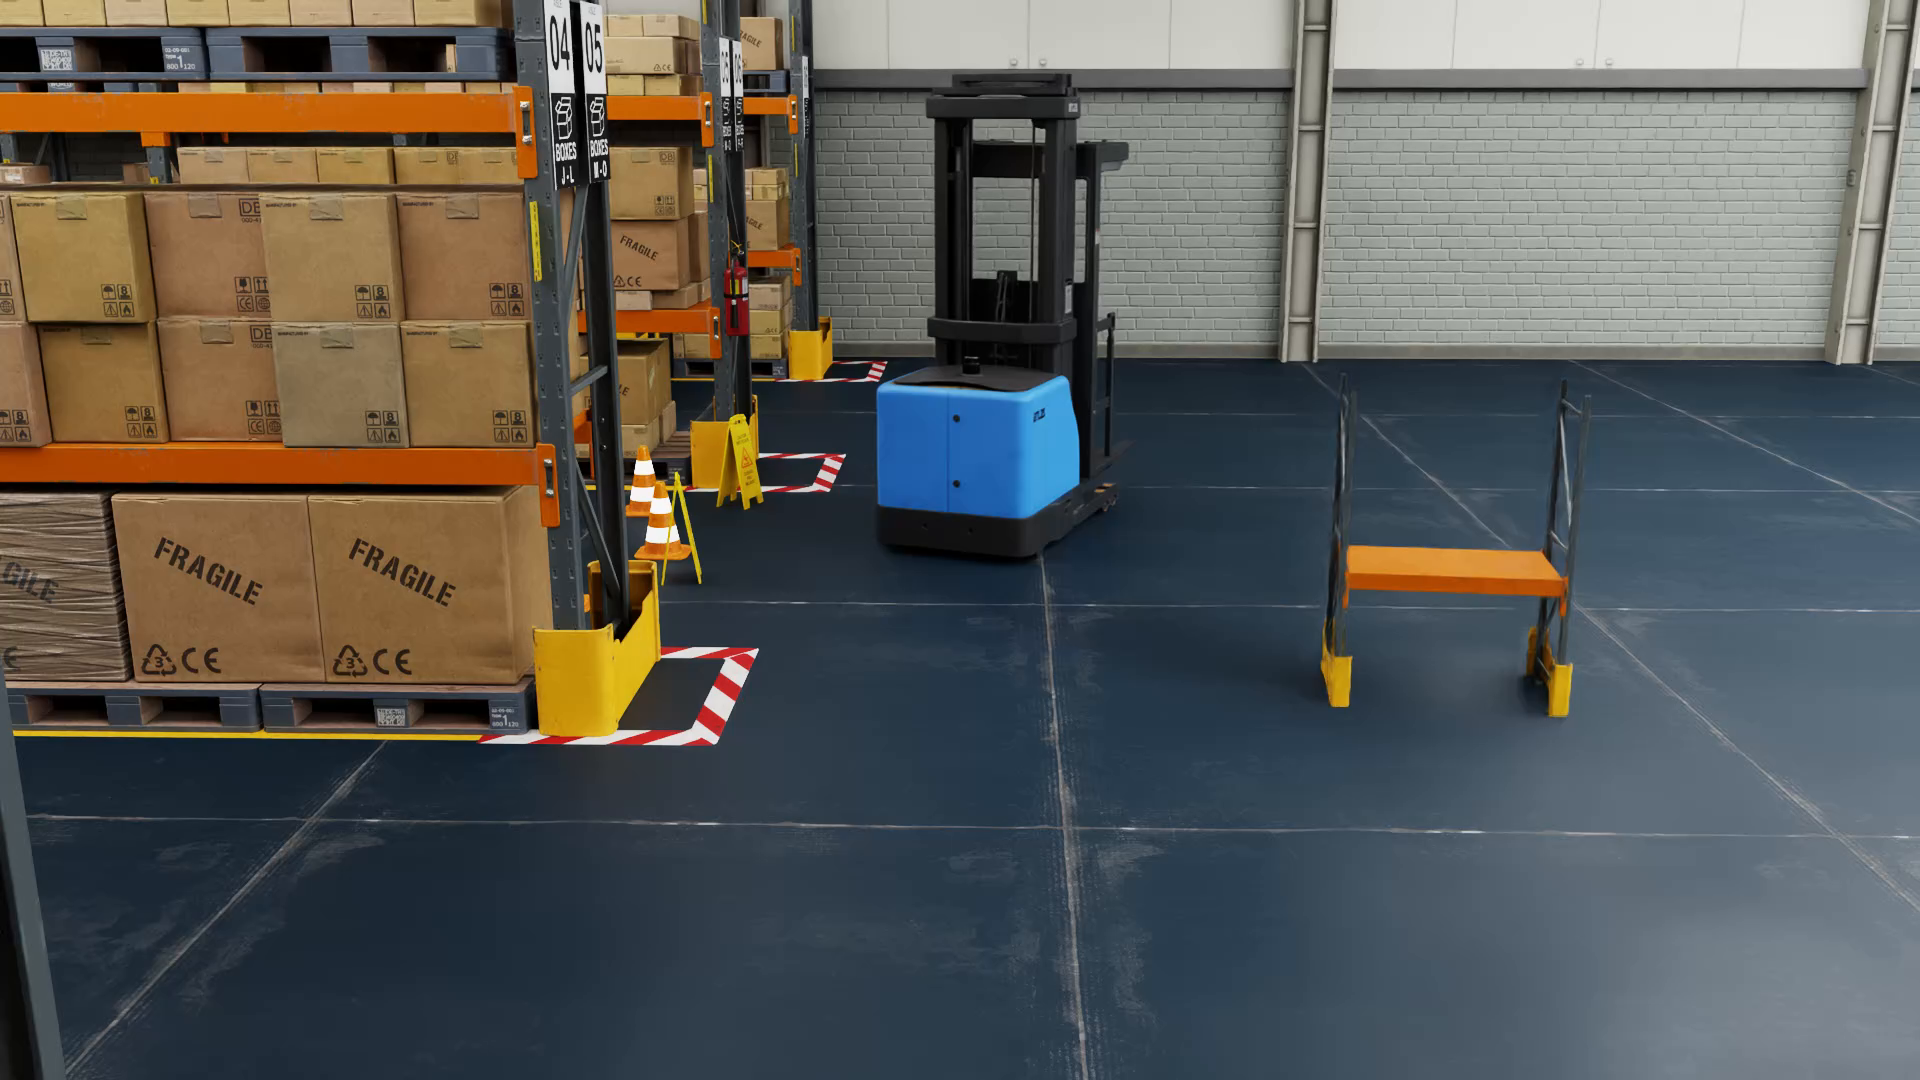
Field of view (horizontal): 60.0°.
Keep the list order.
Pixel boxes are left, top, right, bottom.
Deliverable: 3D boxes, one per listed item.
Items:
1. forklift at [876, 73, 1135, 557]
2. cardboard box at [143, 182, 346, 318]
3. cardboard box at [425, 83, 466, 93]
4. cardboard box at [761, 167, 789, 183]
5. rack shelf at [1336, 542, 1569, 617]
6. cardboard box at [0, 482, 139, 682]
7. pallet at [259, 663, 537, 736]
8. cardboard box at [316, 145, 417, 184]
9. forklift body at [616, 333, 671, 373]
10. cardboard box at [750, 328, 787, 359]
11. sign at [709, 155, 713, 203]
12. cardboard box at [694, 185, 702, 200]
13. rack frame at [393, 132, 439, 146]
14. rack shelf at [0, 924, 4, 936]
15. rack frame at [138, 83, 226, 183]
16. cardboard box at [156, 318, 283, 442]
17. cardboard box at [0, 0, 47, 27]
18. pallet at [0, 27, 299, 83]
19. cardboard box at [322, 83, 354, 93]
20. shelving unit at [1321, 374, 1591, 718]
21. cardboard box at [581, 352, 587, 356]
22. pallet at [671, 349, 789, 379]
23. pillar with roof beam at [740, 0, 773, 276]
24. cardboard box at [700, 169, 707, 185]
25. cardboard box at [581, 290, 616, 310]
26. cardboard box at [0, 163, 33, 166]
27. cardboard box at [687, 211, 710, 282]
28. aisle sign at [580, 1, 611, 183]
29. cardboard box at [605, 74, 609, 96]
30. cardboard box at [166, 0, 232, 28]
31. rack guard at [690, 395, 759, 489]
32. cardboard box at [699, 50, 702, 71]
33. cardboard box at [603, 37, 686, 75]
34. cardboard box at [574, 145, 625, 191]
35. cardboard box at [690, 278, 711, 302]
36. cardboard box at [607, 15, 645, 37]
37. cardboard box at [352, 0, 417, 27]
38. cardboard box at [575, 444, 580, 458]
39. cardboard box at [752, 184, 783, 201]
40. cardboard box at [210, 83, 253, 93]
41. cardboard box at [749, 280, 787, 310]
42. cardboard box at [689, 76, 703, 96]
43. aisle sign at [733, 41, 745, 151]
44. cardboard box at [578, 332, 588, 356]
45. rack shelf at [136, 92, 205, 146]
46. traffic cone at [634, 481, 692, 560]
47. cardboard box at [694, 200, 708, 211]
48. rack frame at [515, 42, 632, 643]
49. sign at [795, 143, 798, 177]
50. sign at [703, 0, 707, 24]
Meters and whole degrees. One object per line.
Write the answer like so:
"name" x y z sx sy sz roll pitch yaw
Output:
"forklift" 0.482 -1.642 11.320 1.130 2.935 3.031 6 16 21
"cardboard box" -3.226 -1.339 7.626 0.550 0.550 0.875 0 15 1
"cardboard box" -3.623 -3.236 11.836 0.250 0.149 0.380 0 15 1
"cardboard box" -1.929 -3.805 17.333 0.250 0.149 0.380 0 15 0
"rack shelf" 2.315 0.182 7.917 1.000 0.185 0.538 2 15 7
"cardboard box" -4.218 0.111 7.881 0.875 0.875 0.875 0 15 2
"pallet" -2.549 0.649 7.966 1.213 0.211 1.003 0 15 1
"cardboard box" -4.275 -2.601 12.081 0.500 0.500 0.700 0 15 0
"forklift body" -3.541 -2.380 15.643 1.214 2.155 2.313 0 15 1
"cardboard box" -2.077 -2.039 17.255 0.500 0.250 0.500 0 15 2
"sign" -1.756 -2.548 11.730 0.005 0.325 0.100 0 15 1
"cardboard box" -2.714 -3.552 16.954 0.250 0.149 0.380 0 15 1
"rack frame" -5.598 -3.269 17.350 0.127 3.000 1.000 0 15 1
"rack shelf" -3.975 0.885 3.016 4.000 0.370 1.077 0 15 1
"rack frame" -5.721 -2.003 12.552 0.127 3.000 1.000 0 15 1
"cardboard box" -3.227 -0.811 7.740 0.550 0.550 0.875 0 15 1
"cardboard box" -3.870 -2.221 6.973 0.250 0.149 0.380 1 15 2
"pallet" -3.712 -2.131 7.331 1.213 0.211 1.003 0 15 1
"cardboard box" -4.388 -3.262 11.935 0.250 0.149 0.380 0 15 0
"shelving unit" 2.324 0.008 7.870 1.083 1.500 0.587 2 15 7
"cardboard box" -3.051 -1.154 12.432 0.500 0.500 0.500 1 15 4
"pallet" -2.365 -1.889 17.586 1.213 0.211 1.003 0 15 1
"pillar with roof beam" -2.382 -5.280 13.213 0.400 9.000 9.100 0 15 1
"cardboard box" -2.472 -3.686 16.880 0.250 0.149 0.380 1 15 3
"cardboard box" -2.613 -1.784 12.214 0.250 0.149 0.380 0 15 0
"cardboard box" -7.271 -2.786 12.646 0.250 0.149 0.380 1 15 5
"cardboard box" -2.189 -2.243 12.683 0.500 0.500 0.500 0 15 1
"aisle sign" -1.669 -2.047 7.623 0.004 0.787 0.394 0 15 1
"cardboard box" -2.600 -3.241 11.855 0.250 0.149 0.380 1 15 3
"cardboard box" -3.106 -2.217 6.955 0.250 0.149 0.380 0 15 1
"rack guard" -1.798 -0.769 12.774 0.348 0.500 1.175 0 15 1
"cardboard box" -2.689 -4.809 16.553 0.258 0.266 0.396 0 15 2
"cardboard box" -2.241 -3.433 11.804 0.500 0.250 0.500 0 15 1
"cardboard box" -2.744 -2.606 12.097 0.500 0.500 0.700 1 15 2
"cardboard box" -2.056 -1.911 12.694 0.250 0.149 0.380 0 15 2
"cardboard box" -2.325 -3.630 11.768 0.250 0.149 0.380 1 15 2
"cardboard box" -2.340 -2.212 6.937 0.250 0.149 0.380 0 15 2
"cardboard box" -3.055 -0.793 12.531 0.500 0.250 0.500 0 15 2
"cardboard box" -1.953 -3.536 16.894 0.250 0.149 0.380 1 15 2
"cardboard box" -5.155 -3.251 11.894 0.250 0.149 0.380 0 15 1
"cardboard box" -2.067 -2.523 17.131 0.500 0.250 0.500 1 15 3
"cardboard box" -2.045 -3.391 12.425 0.250 0.149 0.380 0 15 1
"aisle sign" -1.652 -3.313 12.420 0.004 0.787 0.394 0 15 1
"cardboard box" -2.898 -1.451 12.284 0.250 0.149 0.380 1 15 3
"rack shelf" -7.720 -3.119 12.311 4.000 0.370 1.077 0 15 1
"traffic cone" -1.873 -0.139 10.460 0.334 0.463 0.336 0 15 1
"cardboard box" -2.616 -3.233 17.019 0.500 0.500 0.500 1 15 3
"rack frame" -1.748 -0.714 7.666 0.127 3.000 1.000 0 15 1
"sign" -1.627 -3.779 16.549 0.005 0.325 0.100 0 15 1
"sign" -1.756 -3.714 11.422 0.005 0.325 0.100 0 15 1
